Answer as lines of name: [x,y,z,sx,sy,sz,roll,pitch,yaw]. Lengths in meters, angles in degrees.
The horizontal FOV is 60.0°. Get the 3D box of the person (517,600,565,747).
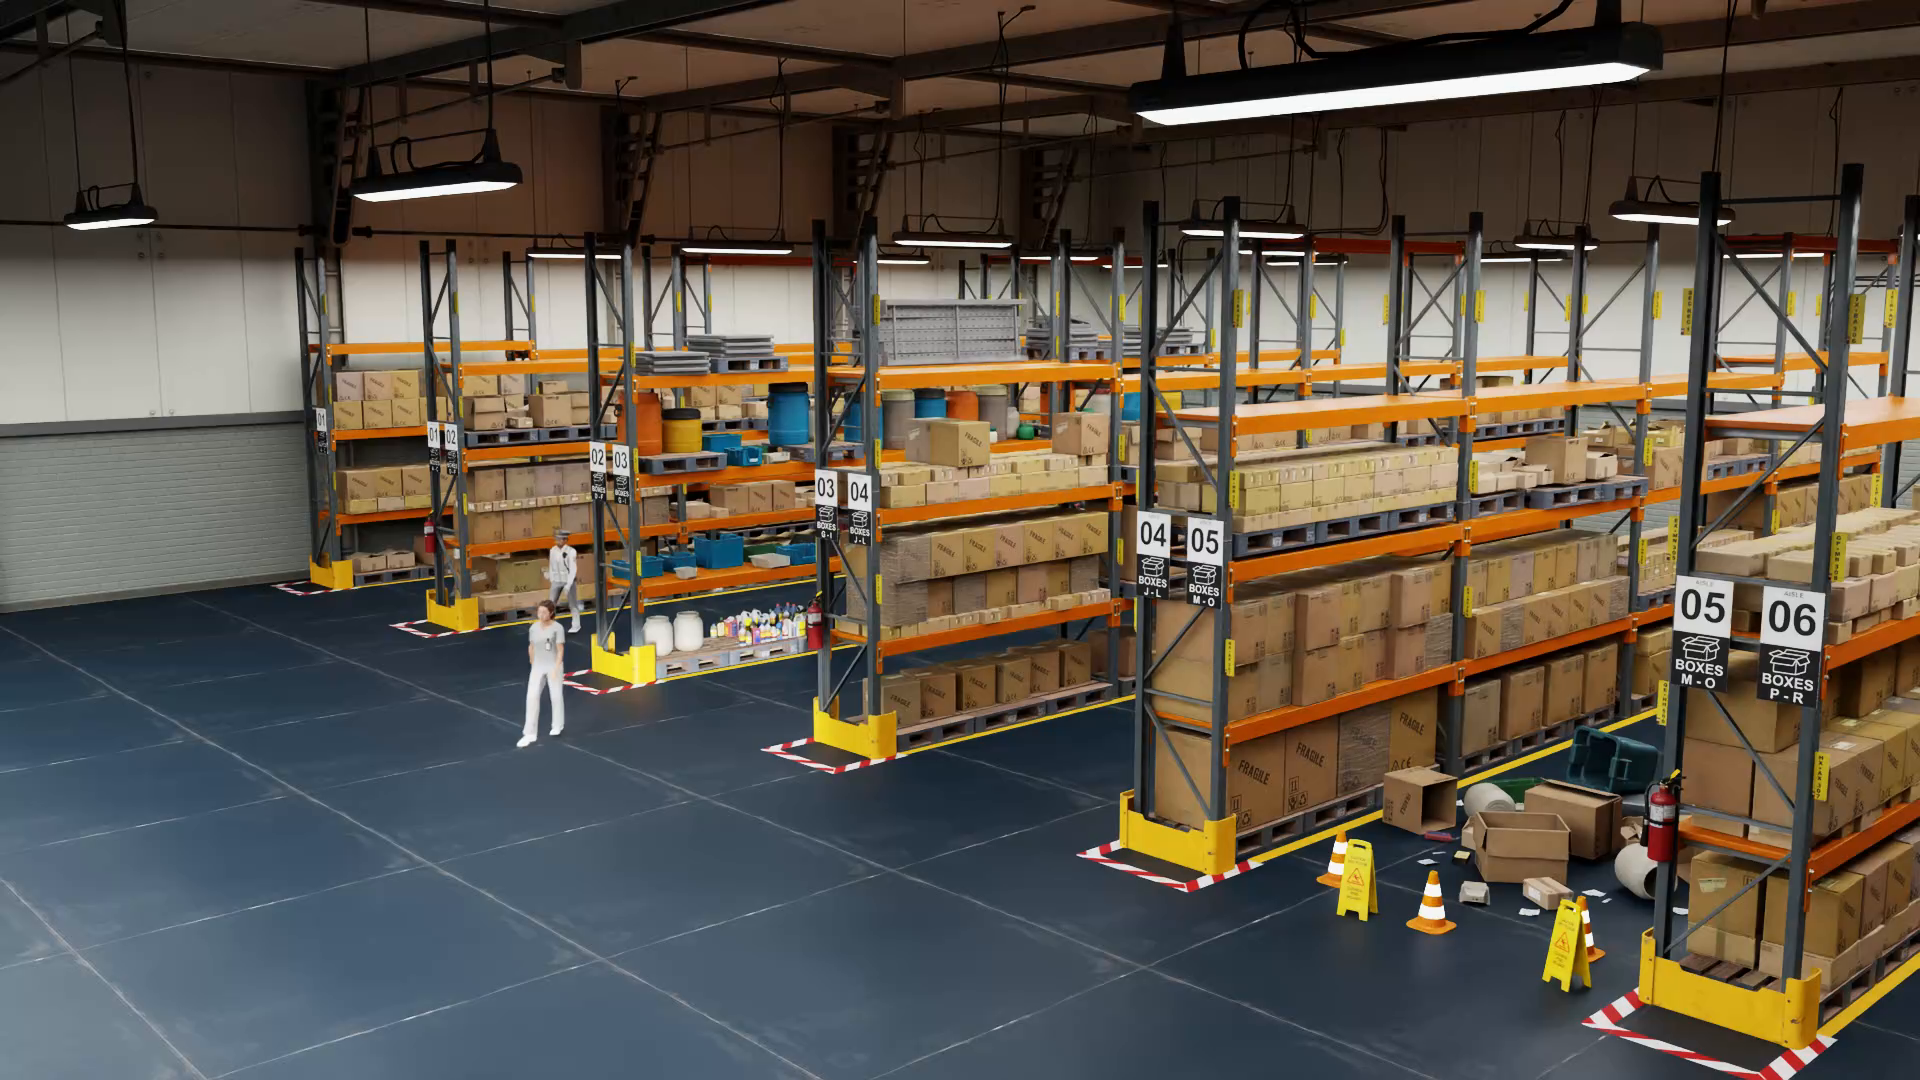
person: [-4.824,1.512,19.317,0.473,1.640,0.856,0,8,3]

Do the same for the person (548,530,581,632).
person: [-6.047,0.647,25.222,0.513,1.625,0.906,1,8,9]

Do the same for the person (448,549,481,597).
person: [-8.575,0.059,28.904,0.559,1.790,0.756,1,8,9]
